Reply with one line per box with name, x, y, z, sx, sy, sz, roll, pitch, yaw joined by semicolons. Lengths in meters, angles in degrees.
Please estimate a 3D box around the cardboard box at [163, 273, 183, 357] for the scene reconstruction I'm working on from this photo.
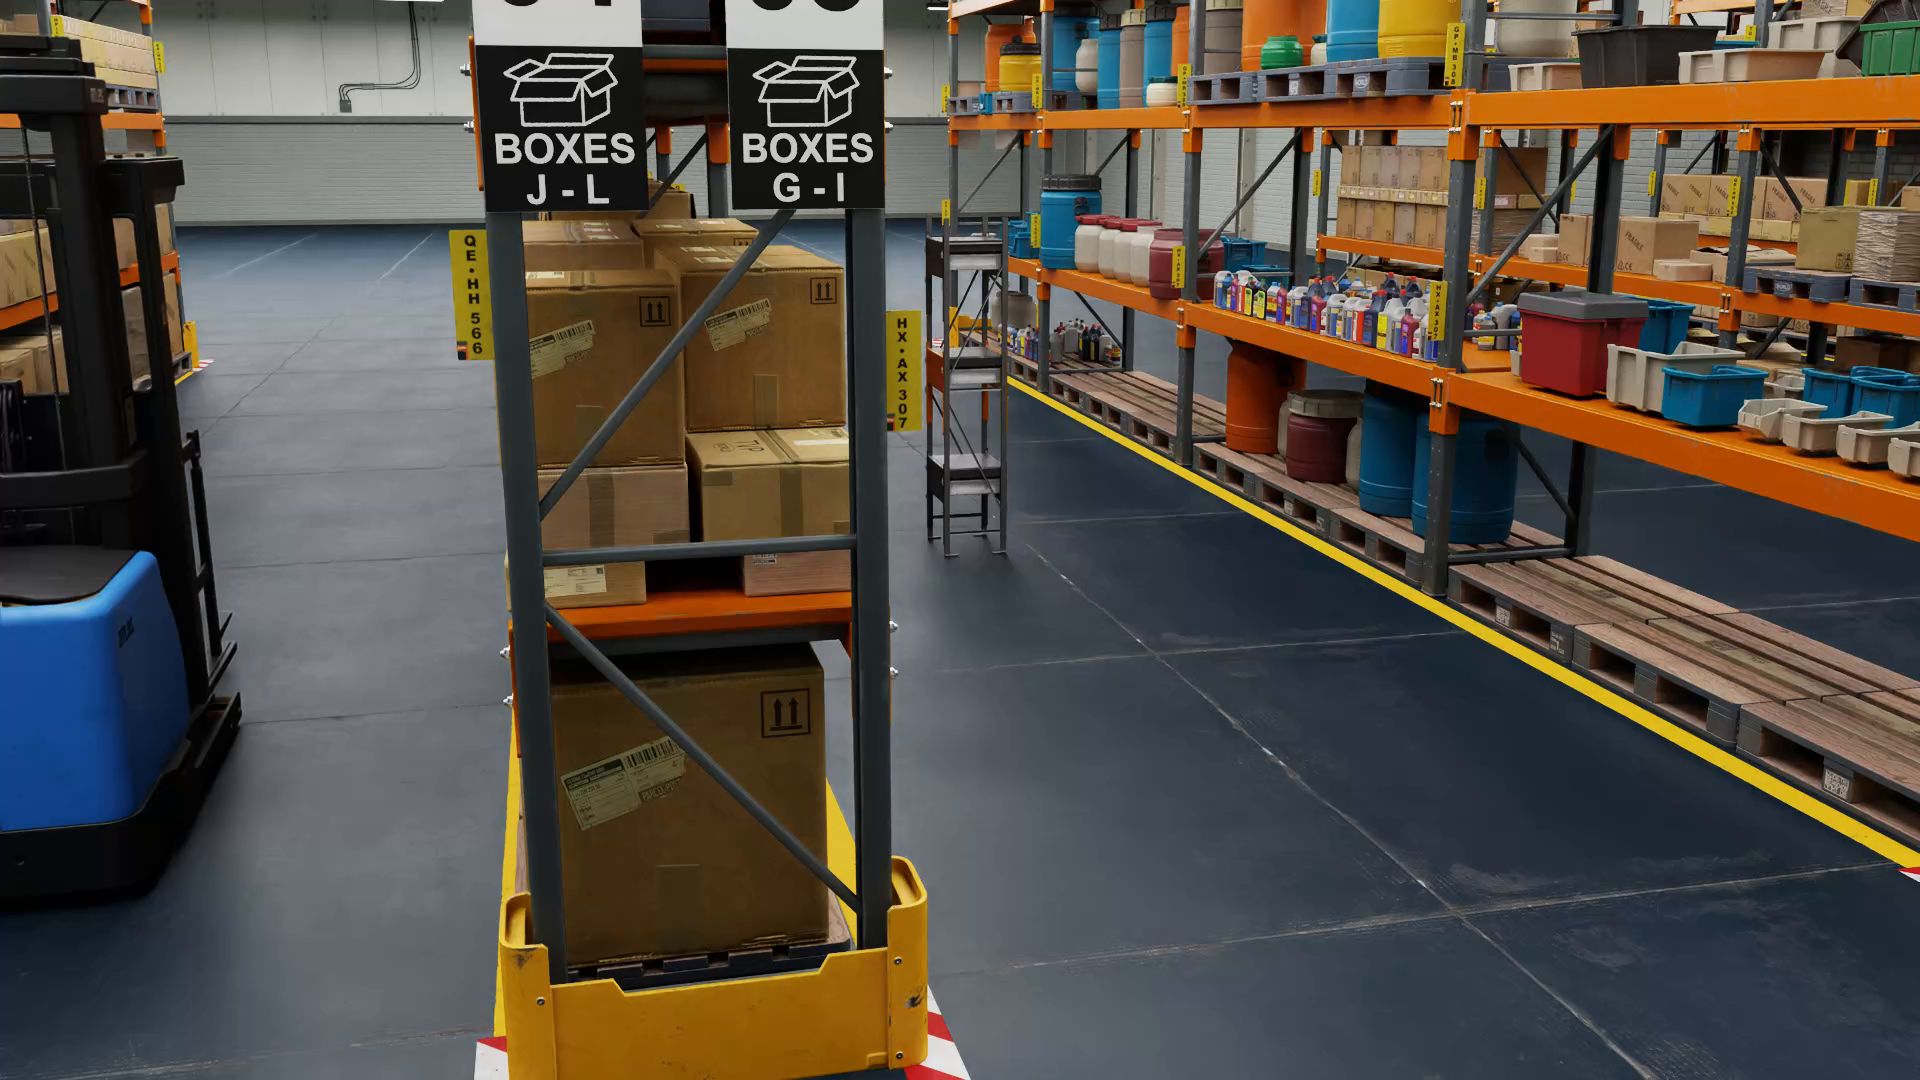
cardboard box;-9.073;-2.423;18.117;0.875;0.875;0.875;-3;14;-13

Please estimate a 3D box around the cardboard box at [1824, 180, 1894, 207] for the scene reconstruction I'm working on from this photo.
cardboard box;10.520;-3.956;19.491;0.500;0.500;0.500;-3;14;-13

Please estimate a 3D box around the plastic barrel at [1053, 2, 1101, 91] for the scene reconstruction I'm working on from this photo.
plastic barrel;1.172;-5.151;17.428;0.600;0.901;0.708;-3;14;-13

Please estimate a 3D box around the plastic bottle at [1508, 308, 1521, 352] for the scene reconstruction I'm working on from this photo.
plastic bottle;3.410;-1.290;10.156;0.097;0.271;0.097;0;14;0

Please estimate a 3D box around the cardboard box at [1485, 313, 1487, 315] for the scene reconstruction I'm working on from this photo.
cardboard box;5.973;-2.317;17.818;0.500;0.311;0.500;-3;14;-13

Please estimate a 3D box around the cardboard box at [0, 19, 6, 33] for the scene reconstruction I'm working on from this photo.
cardboard box;-8.871;-4.639;15.028;0.380;0.149;0.250;-3;14;-13

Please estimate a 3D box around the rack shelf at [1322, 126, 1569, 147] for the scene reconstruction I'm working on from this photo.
rack shelf;5.648;-4.855;19.673;1.077;0.370;4.000;-3;14;-13

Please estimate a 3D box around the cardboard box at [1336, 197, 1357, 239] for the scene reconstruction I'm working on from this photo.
cardboard box;5.276;-4.149;21.377;0.700;0.500;0.500;-3;14;-13

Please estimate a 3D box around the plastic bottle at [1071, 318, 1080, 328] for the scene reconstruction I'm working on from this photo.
plastic bottle;1.328;-2.331;18.803;0.144;0.351;0.185;-3;14;-11

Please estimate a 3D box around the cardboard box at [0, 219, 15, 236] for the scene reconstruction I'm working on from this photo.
cardboard box;-7.994;-2.666;13.202;0.700;0.500;0.500;-3;14;-13

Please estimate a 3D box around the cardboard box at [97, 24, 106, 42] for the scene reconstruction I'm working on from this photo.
cardboard box;-8.413;-4.853;15.903;0.380;0.149;0.250;-3;14;-13

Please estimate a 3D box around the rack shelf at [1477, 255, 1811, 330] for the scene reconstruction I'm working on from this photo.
rack shelf;6.587;-2.475;16.252;1.077;0.370;4.000;-3;14;-13

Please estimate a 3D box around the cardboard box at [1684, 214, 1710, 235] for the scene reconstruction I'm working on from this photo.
cardboard box;9.934;-4.173;21.961;0.500;0.250;0.500;-4;14;-15

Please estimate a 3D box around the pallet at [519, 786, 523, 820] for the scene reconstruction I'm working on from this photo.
pallet;-1.241;0.928;6.685;1.003;0.211;1.213;-3;14;-13

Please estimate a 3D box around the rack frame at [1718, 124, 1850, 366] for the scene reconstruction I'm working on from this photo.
rack frame;7.057;-2.363;14.278;1.000;3.000;0.127;-3;14;-13

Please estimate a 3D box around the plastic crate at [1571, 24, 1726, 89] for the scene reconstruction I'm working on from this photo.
plastic crate;3.206;-2.257;7.799;0.497;0.269;0.590;-3;14;-13

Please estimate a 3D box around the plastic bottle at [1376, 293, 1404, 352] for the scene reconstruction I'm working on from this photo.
plastic bottle;2.647;-1.335;10.174;0.144;0.351;0.185;-3;14;-13

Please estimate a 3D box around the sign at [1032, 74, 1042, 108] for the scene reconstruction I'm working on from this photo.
sign;0.765;-4.444;16.457;0.100;0.325;0.005;-3;14;-13

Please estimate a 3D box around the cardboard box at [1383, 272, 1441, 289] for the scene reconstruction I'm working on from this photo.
cardboard box;5.438;-2.959;20.046;0.500;0.500;0.500;-3;14;-13

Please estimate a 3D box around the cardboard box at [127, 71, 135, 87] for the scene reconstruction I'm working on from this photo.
cardboard box;-8.650;-4.699;16.954;0.380;0.149;0.250;-3;14;-14

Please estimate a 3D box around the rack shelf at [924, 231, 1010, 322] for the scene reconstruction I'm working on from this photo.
rack shelf;0.039;-1.649;10.359;0.431;0.518;0.480;-3;14;-13

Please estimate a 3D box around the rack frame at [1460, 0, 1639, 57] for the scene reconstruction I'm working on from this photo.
rack frame;3.181;-4.079;8.663;1.000;3.000;0.127;-3;14;-13

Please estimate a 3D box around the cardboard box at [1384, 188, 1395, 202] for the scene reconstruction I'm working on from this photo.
cardboard box;5.366;-4.173;20.108;0.380;0.149;0.250;-3;14;-14

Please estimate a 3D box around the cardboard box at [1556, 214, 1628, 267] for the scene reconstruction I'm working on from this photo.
cardboard box;6.406;-3.035;16.817;0.500;0.500;0.500;-2;14;-9

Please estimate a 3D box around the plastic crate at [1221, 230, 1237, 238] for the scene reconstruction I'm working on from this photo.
plastic crate;2.159;-2.509;14.740;0.402;0.464;0.583;-3;14;-13

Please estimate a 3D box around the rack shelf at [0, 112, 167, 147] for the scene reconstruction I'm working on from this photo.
rack shelf;-8.827;-4.050;16.380;1.077;0.370;4.000;-3;14;-13

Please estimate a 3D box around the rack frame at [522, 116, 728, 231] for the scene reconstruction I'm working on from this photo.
rack frame;-1.634;-0.889;8.245;1.000;3.000;0.127;-3;14;-13

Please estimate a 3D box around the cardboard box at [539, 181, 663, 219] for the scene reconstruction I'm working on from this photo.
cardboard box;-2.267;-2.027;10.581;0.797;0.503;0.637;-3;14;-12

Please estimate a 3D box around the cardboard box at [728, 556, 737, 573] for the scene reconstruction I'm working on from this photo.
cardboard box;-0.518;-0.003;5.150;0.380;0.149;0.250;-3;14;-14

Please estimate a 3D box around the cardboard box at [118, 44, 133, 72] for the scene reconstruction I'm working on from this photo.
cardboard box;-8.677;-4.857;16.759;0.500;0.250;0.500;-3;14;-14

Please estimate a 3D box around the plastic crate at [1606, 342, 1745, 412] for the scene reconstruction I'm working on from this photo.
plastic crate;3.360;-0.774;7.898;0.437;0.282;0.530;-3;14;-13

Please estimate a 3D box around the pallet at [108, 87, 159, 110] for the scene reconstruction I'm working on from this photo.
pallet;-9.112;-4.647;17.496;1.003;0.211;1.213;-3;14;-13

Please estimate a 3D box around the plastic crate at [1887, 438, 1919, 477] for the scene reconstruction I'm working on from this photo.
plastic crate;3.753;-0.321;6.350;0.396;0.136;0.243;-3;14;-13

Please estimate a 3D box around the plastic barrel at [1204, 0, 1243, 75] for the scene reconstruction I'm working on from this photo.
plastic barrel;2.260;-3.990;13.561;0.600;0.901;0.600;0;14;0

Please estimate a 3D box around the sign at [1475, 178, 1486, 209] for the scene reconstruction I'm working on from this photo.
sign;5.579;-3.713;17.815;0.100;0.325;0.005;-3;14;-13

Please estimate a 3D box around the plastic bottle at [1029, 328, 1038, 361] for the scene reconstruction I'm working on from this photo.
plastic bottle;0.826;-2.114;17.914;0.144;0.351;0.185;-4;14;-16

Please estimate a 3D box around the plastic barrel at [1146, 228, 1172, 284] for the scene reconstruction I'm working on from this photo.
plastic barrel;1.792;-2.367;14.061;0.421;0.512;0.421;0;14;0

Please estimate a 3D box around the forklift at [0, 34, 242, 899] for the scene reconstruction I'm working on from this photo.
forklift;-3.695;-0.479;6.712;1.130;2.935;3.031;-3;14;-14

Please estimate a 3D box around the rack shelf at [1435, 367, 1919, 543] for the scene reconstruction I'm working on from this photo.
rack shelf;3.651;-0.354;7.571;1.077;0.370;4.000;-3;14;-13

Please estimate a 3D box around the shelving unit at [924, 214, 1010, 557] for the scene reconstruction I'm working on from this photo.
shelving unit;0.039;-0.982;10.522;0.431;2.100;0.503;-3;14;-13

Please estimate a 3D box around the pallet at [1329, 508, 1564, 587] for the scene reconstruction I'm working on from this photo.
pallet;3.040;0.009;10.444;1.003;0.211;1.213;-3;14;-13

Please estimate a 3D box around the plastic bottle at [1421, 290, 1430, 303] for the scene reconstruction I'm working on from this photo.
plastic bottle;3.147;-1.548;11.215;0.097;0.271;0.097;0;14;0

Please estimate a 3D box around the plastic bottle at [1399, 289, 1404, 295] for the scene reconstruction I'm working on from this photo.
plastic bottle;2.984;-1.563;11.274;0.097;0.271;0.097;0;14;0

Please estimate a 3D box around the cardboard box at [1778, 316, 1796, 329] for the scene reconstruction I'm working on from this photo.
cardboard box;10.576;-2.761;20.990;0.380;0.149;0.250;-4;14;-18

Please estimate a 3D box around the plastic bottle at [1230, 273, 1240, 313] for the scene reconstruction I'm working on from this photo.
plastic bottle;2.062;-1.835;12.362;0.061;0.283;0.133;-3;14;-13

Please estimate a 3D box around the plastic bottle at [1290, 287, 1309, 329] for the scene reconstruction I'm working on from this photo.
plastic bottle;2.355;-1.590;11.375;0.152;0.276;0.135;-3;14;-13

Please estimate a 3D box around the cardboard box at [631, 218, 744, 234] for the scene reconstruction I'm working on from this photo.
cardboard box;-1.266;-1.234;7.765;0.500;0.500;0.500;-3;14;-12

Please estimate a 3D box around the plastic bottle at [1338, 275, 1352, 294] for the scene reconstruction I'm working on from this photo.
plastic bottle;2.860;-1.830;12.367;0.097;0.271;0.097;0;14;0

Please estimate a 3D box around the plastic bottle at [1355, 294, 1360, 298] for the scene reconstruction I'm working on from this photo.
plastic bottle;2.601;-1.472;10.902;0.097;0.271;0.097;0;14;0

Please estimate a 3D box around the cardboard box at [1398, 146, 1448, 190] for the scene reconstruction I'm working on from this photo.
cardboard box;5.654;-4.414;19.729;0.700;0.500;0.500;-3;14;-13

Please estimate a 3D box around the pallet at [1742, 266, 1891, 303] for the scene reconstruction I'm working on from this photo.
pallet;7.285;-2.117;13.677;1.213;0.211;1.003;-3;14;-13

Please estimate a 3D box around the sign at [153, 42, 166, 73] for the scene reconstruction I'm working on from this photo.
sign;-8.766;-5.280;18.199;0.100;0.325;0.005;-3;14;-13

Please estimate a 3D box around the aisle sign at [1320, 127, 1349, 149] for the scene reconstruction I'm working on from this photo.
aisle sign;4.865;-5.469;21.516;0.394;0.787;0.004;-3;14;-13
